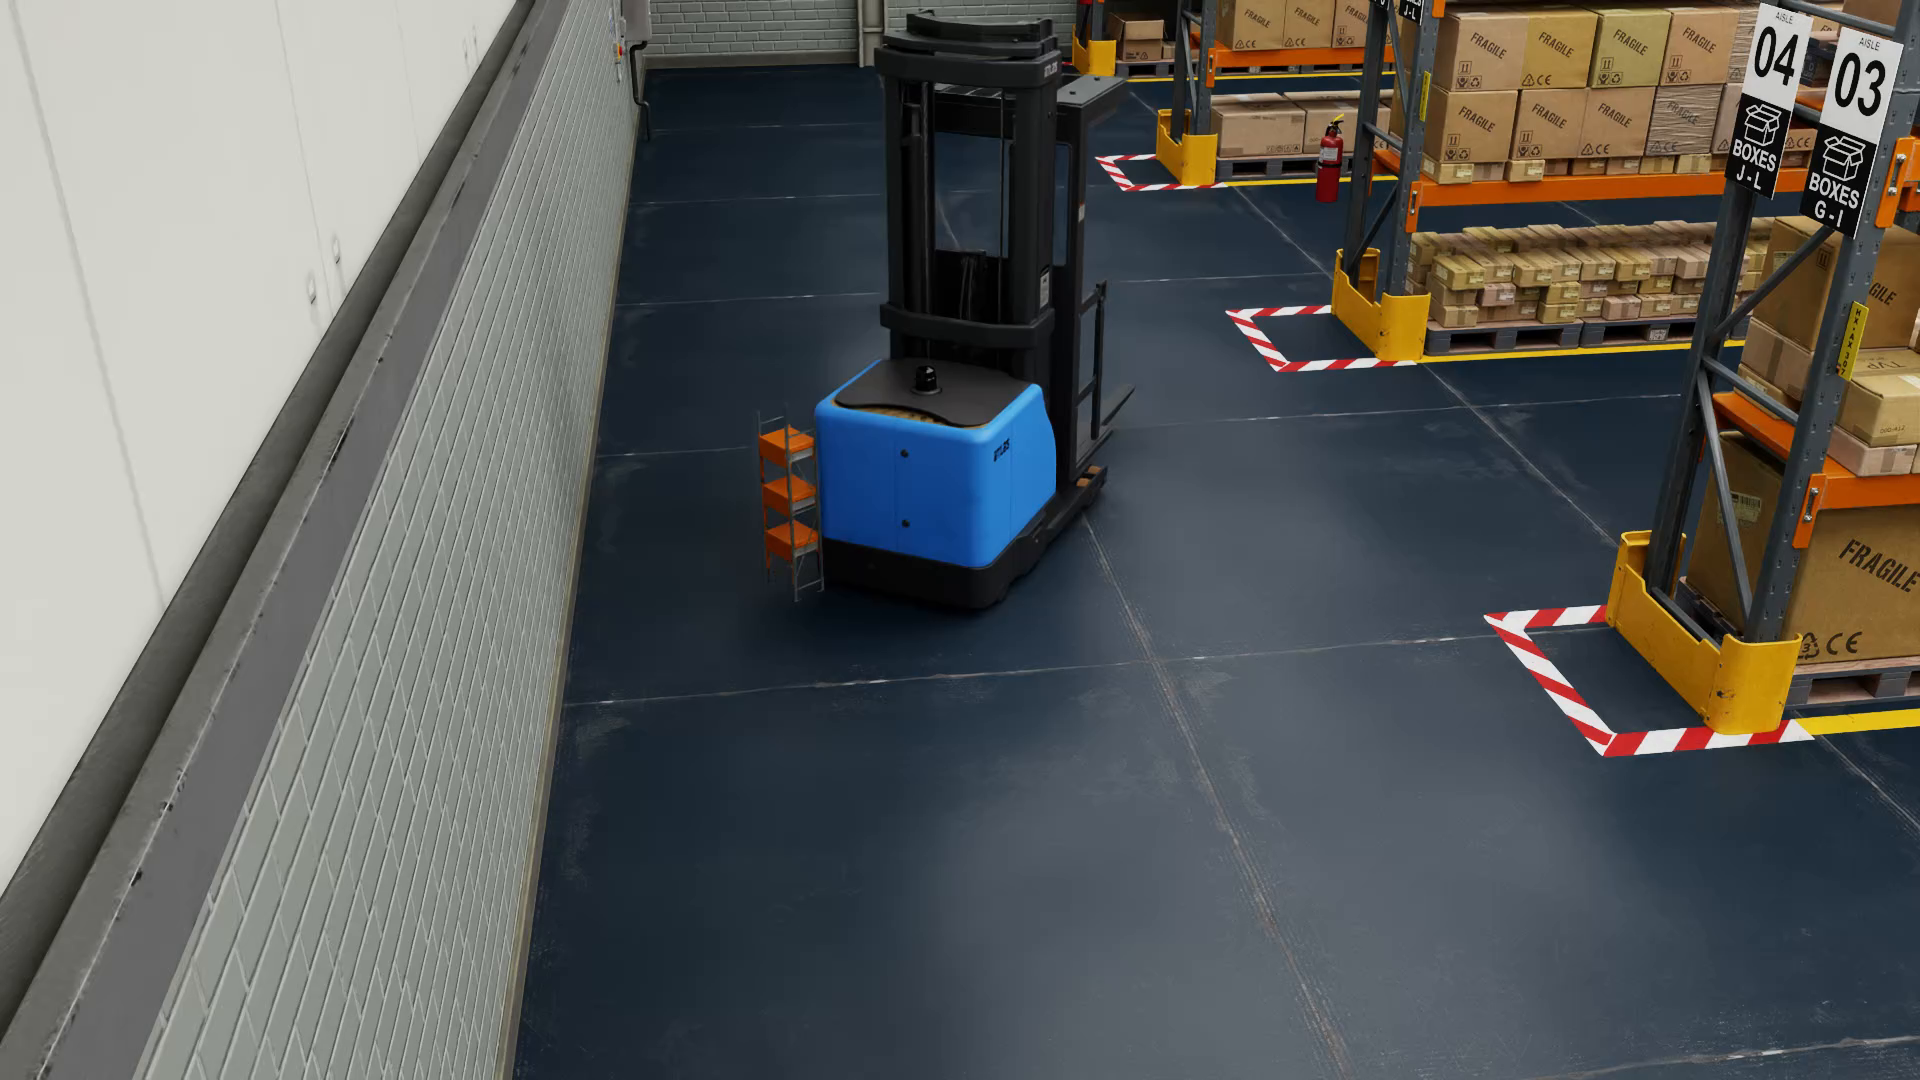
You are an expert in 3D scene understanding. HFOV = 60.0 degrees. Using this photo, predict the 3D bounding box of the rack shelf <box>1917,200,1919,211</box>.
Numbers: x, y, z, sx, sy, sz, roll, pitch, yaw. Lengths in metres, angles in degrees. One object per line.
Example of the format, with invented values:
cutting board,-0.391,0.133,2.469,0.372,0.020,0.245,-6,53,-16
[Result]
rack shelf,9.073,-2.986,13.071,4.000,0.370,1.077,-4,27,-7

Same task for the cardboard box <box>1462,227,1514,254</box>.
cardboard box,4.116,-2.319,12.996,0.250,0.149,0.380,-4,27,-8

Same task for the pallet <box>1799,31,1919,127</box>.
pallet,4.456,-2.022,7.217,1.213,0.211,1.003,-4,27,-7

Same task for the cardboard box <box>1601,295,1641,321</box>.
cardboard box,4.955,-1.806,12.647,0.250,0.149,0.380,-5,28,-10

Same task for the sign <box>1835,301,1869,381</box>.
sign,3.794,-0.845,7.075,0.005,0.325,0.100,-4,27,-7

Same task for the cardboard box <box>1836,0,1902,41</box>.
cardboard box,4.230,-2.343,7.066,0.500,0.500,0.700,-5,28,-10

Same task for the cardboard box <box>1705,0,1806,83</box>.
cardboard box,5.645,-3.587,11.923,0.500,0.500,0.500,-3,27,-6

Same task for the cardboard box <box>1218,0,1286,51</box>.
cardboard box,2.857,-5.101,16.295,0.500,0.500,0.500,-4,27,-8

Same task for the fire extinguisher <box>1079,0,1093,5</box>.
fire extinguisher,1.566,-6.980,20.562,0.183,0.674,0.296,-4,27,-7

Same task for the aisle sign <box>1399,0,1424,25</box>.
aisle sign,3.101,-3.940,11.296,0.004,0.787,0.394,-4,27,-7

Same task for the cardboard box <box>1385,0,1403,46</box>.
cardboard box,4.354,-5.209,16.507,0.500,0.500,0.500,-3,27,-5

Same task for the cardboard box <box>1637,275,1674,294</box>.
cardboard box,5.246,-2.015,12.729,0.250,0.149,0.380,-2,27,-5

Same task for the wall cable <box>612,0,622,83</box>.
wall cable,-3.238,-5.252,15.553,0.123,1.953,0.585,-4,27,-7

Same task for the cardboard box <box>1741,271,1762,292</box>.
cardboard box,6.034,-2.046,12.789,0.250,0.149,0.380,-3,27,-7

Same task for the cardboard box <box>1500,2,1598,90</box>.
cardboard box,4.112,-3.489,11.734,0.500,0.500,0.500,-3,27,-6

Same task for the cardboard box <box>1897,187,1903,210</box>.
cardboard box,7.795,-2.748,13.277,0.500,0.250,0.500,-4,27,-8

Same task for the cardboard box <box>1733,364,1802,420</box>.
cardboard box,4.030,-0.735,8.172,0.250,0.149,0.380,-3,27,-6

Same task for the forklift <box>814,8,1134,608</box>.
forklift,0.267,-1.587,9.632,1.130,2.935,3.031,11,29,21

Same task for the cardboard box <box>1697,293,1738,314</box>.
cardboard box,5.727,-1.852,12.737,0.250,0.149,0.380,-4,27,-7

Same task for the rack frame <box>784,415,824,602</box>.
rack frame,-0.830,-0.157,8.905,0.200,1.050,0.008,-23,35,-36

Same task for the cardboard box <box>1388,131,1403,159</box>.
cardboard box,3.415,-2.961,12.510,0.250,0.149,0.380,-4,27,-7

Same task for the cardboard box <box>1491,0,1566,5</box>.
cardboard box,4.052,-3.719,12.183,0.500,0.500,0.500,-5,28,-9

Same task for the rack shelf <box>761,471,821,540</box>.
rack shelf,-0.912,-0.189,8.990,0.215,0.259,0.240,-23,35,-36

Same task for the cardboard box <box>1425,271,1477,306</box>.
cardboard box,3.686,-1.892,12.489,0.250,0.149,0.380,-3,27,-5

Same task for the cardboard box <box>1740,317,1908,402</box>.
cardboard box,4.166,-0.892,8.041,0.500,0.250,0.500,-4,27,-8

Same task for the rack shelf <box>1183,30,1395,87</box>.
rack shelf,4.323,-4.962,16.924,4.000,0.370,1.077,-4,27,-7

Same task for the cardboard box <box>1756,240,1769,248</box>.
cardboard box,6.284,-2.168,12.701,0.250,0.149,0.380,-4,27,-8

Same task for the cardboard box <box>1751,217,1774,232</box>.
cardboard box,6.442,-2.443,13.236,0.250,0.149,0.380,-2,27,-5

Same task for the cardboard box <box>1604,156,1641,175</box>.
cardboard box,4.776,-2.800,12.196,0.250,0.149,0.380,-4,27,-8

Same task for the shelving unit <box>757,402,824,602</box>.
shelving unit,-0.912,-0.199,8.985,0.215,1.050,0.252,-23,35,-36

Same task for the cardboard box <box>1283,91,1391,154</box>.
cardboard box,3.887,-4.351,17.291,0.875,0.438,0.875,-3,27,-6

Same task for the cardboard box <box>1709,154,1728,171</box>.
cardboard box,5.547,-2.859,12.311,0.250,0.149,0.380,-4,27,-8

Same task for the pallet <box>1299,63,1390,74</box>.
pallet,4.928,-6.369,21.932,1.213,0.211,1.003,-4,27,-7

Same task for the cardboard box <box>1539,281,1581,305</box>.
cardboard box,4.465,-1.907,12.517,0.250,0.149,0.380,-3,27,-6

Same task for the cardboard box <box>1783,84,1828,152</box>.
cardboard box,6.139,-3.164,12.196,0.500,0.500,0.500,-4,27,-9

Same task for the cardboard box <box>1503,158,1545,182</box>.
cardboard box,4.018,-2.712,12.026,0.250,0.149,0.380,-4,27,-9

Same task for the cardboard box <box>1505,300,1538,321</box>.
cardboard box,4.188,-1.804,12.642,0.250,0.149,0.380,-3,27,-7

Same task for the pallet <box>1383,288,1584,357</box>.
pallet,4.016,-1.724,12.878,1.213,0.211,1.003,-4,27,-7

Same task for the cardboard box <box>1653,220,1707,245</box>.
cardboard box,5.680,-2.398,13.149,0.250,0.149,0.380,-3,27,-6

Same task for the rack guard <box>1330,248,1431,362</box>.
rack guard,3.207,-1.817,12.743,0.348,0.500,1.175,-4,27,-7

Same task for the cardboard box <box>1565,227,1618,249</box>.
cardboard box,4.916,-2.316,12.989,0.250,0.149,0.380,-5,28,-9

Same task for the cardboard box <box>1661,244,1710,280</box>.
cardboard box,5.495,-2.105,12.578,0.250,0.149,0.380,-5,28,-9

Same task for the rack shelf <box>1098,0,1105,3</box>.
rack shelf,3.627,-7.206,21.296,4.000,0.370,1.077,-4,27,-7

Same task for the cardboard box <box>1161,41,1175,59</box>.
cardboard box,2.692,-6.323,21.450,0.250,0.149,0.380,-5,28,-9

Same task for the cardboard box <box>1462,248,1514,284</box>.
cardboard box,3.954,-2.059,12.488,0.250,0.149,0.380,-3,27,-6

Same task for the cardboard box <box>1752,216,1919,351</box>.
cardboard box,4.169,-1.224,7.868,0.500,0.500,0.500,-3,27,-6

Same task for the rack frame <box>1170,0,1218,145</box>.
rack frame,2.342,-5.155,16.512,0.127,3.000,1.000,-4,27,-7

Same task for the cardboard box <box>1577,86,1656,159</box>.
cardboard box,4.628,-3.076,12.023,0.500,0.500,0.500,-3,27,-6

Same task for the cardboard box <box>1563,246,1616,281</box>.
cardboard box,4.732,-2.083,12.536,0.250,0.149,0.380,-3,27,-5

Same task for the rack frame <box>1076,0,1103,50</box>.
rack frame,1.647,-7.399,20.884,0.127,3.000,1.000,-4,27,-7
